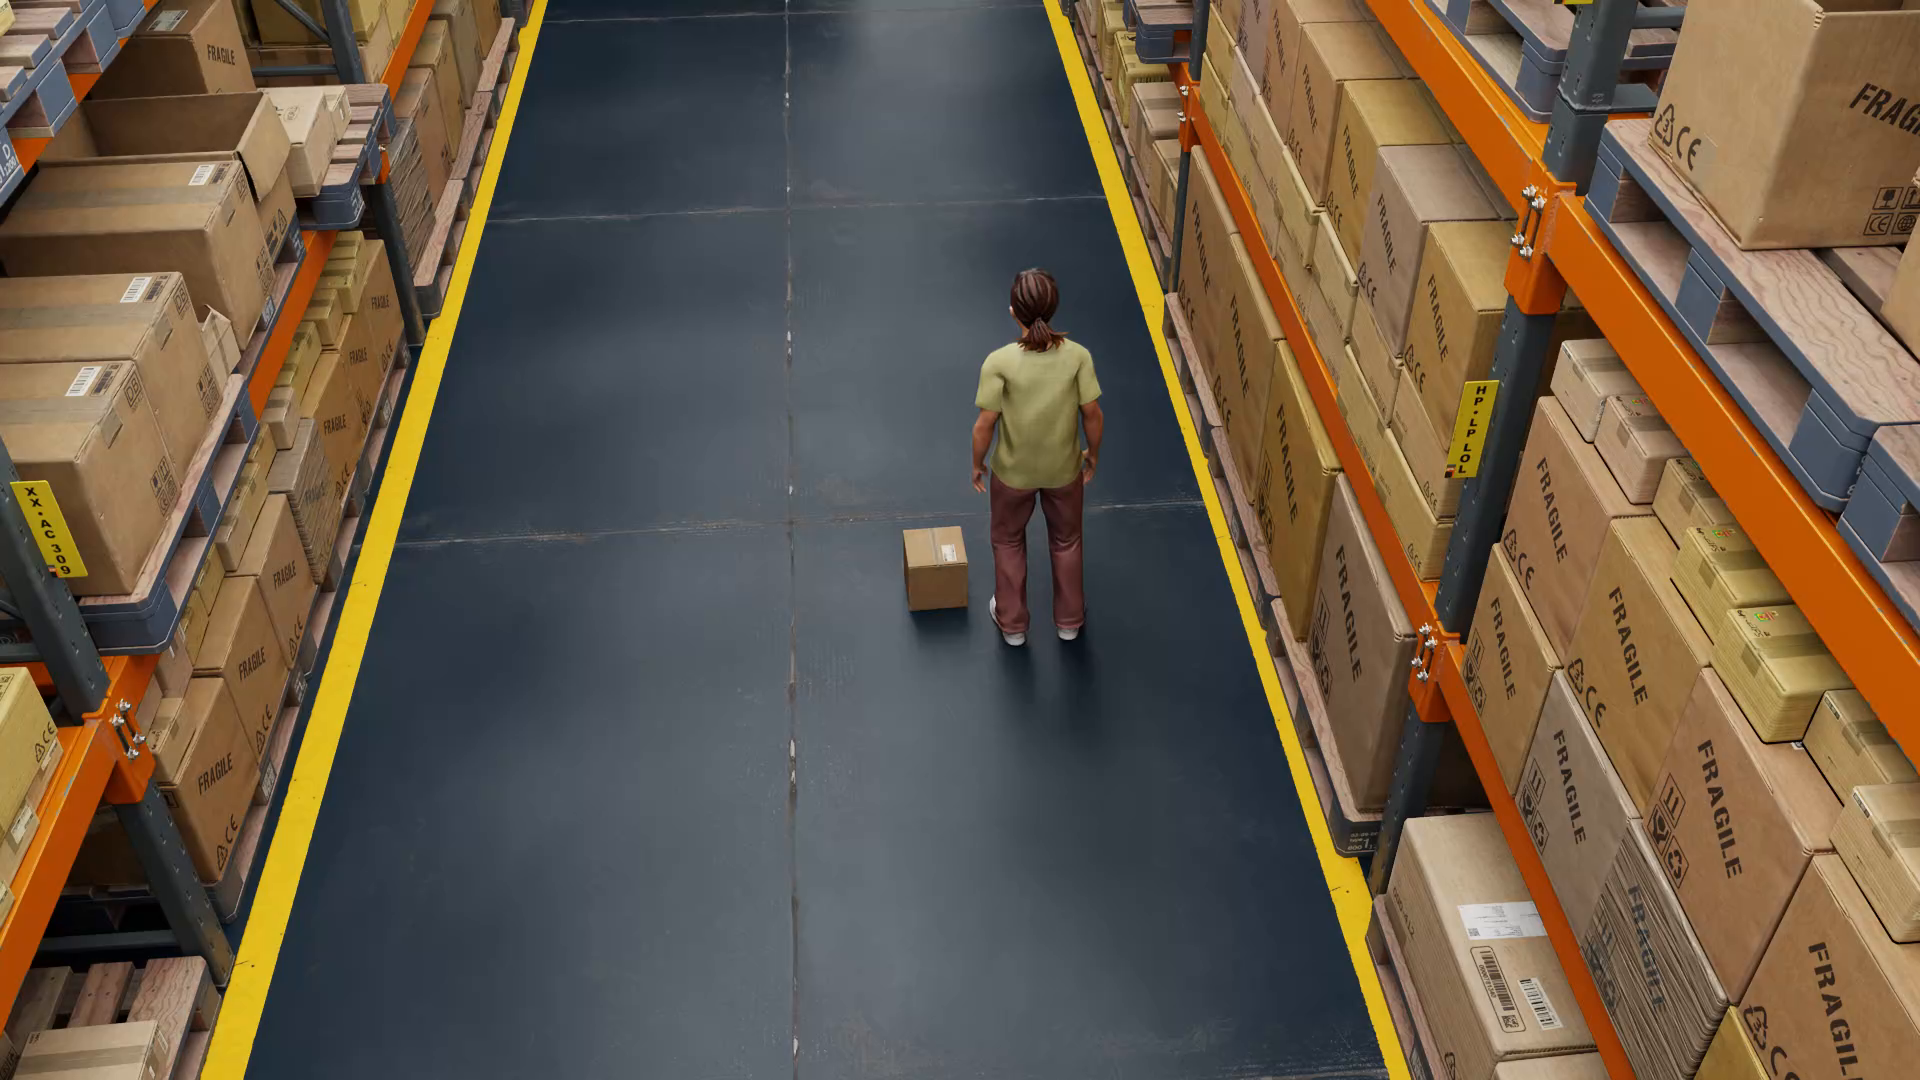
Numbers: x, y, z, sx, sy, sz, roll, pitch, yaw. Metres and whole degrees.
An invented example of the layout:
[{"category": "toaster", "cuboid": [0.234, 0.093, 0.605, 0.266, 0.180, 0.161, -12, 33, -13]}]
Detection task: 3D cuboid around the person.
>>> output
[{"category": "person", "cuboid": [0.296, -0.288, 6.508, 0.513, 1.673, 0.347, -4, 39, -5]}]
